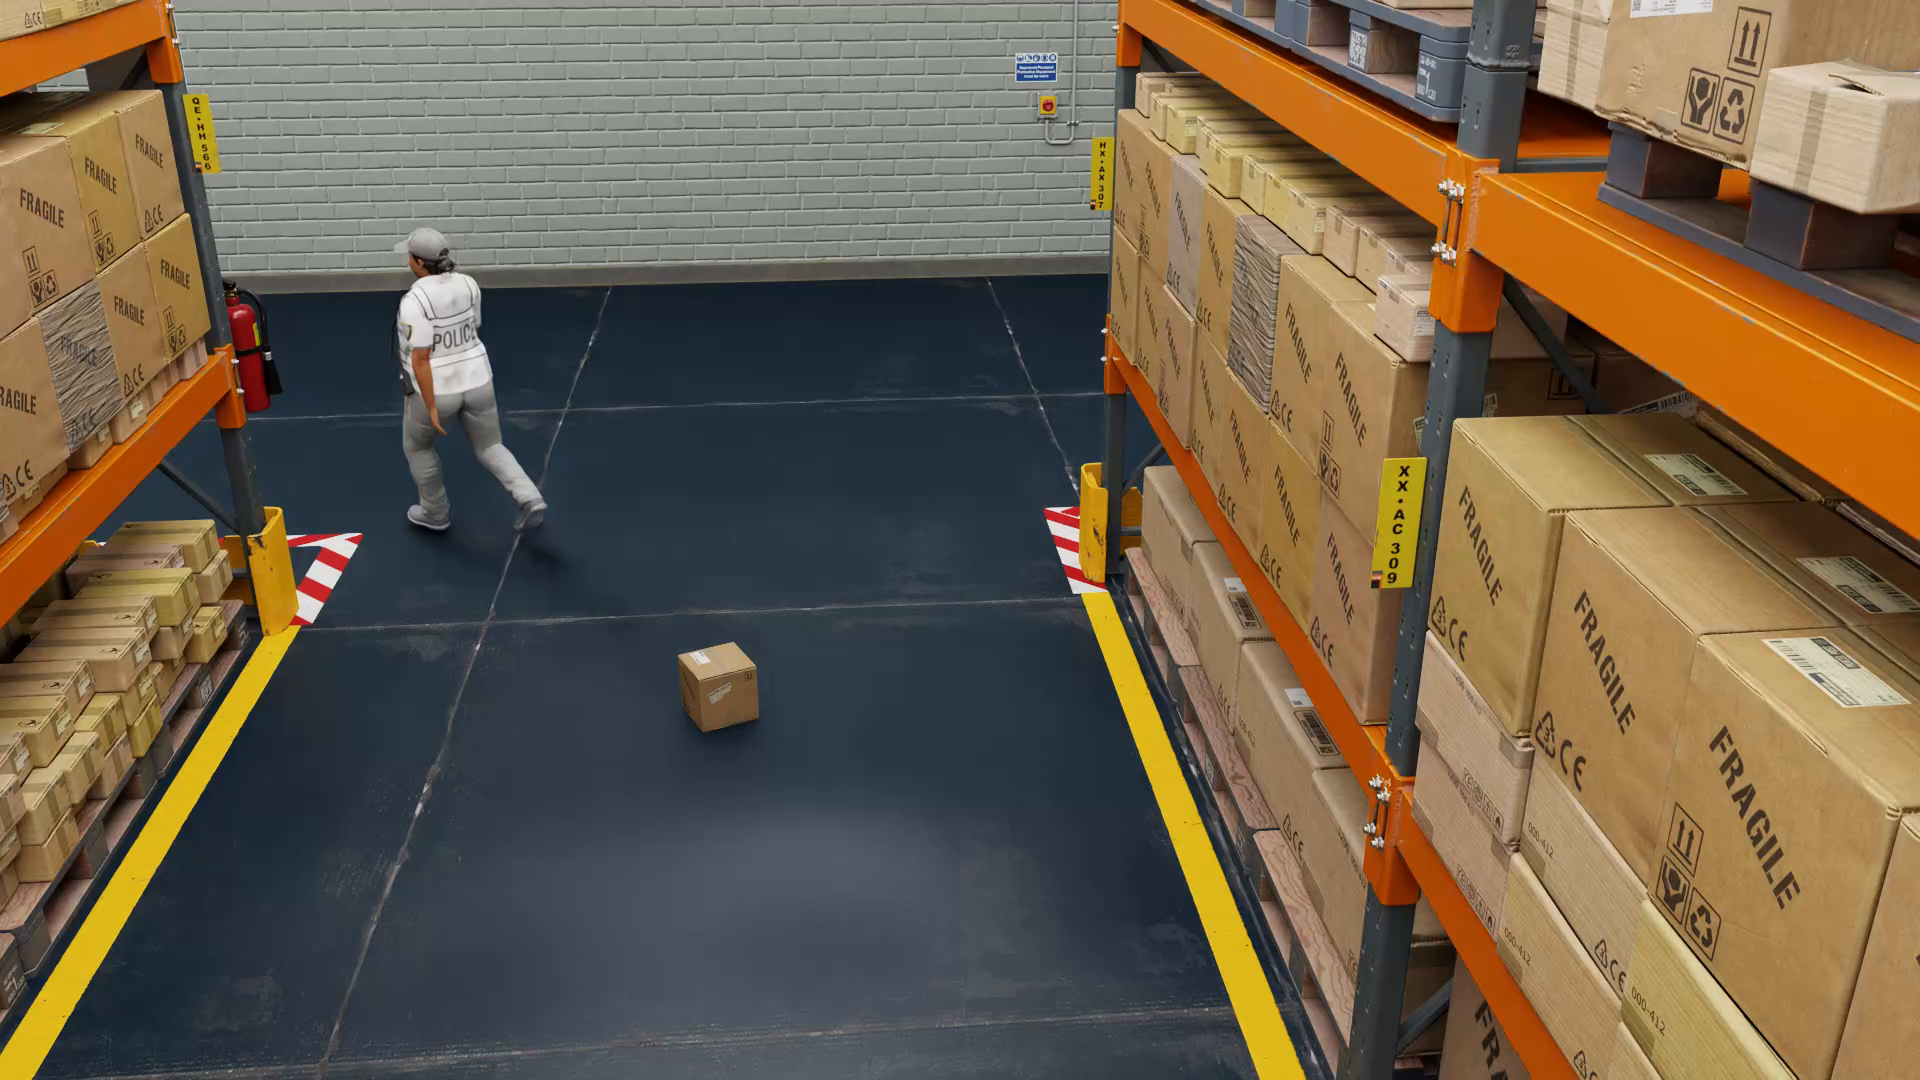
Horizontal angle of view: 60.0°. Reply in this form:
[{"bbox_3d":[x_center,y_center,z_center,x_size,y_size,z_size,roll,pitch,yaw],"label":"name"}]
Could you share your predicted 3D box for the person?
[{"bbox_3d":[-2.540,-0.763,8.309,0.908,1.611,0.471,19,30,37],"label":"person"}]
